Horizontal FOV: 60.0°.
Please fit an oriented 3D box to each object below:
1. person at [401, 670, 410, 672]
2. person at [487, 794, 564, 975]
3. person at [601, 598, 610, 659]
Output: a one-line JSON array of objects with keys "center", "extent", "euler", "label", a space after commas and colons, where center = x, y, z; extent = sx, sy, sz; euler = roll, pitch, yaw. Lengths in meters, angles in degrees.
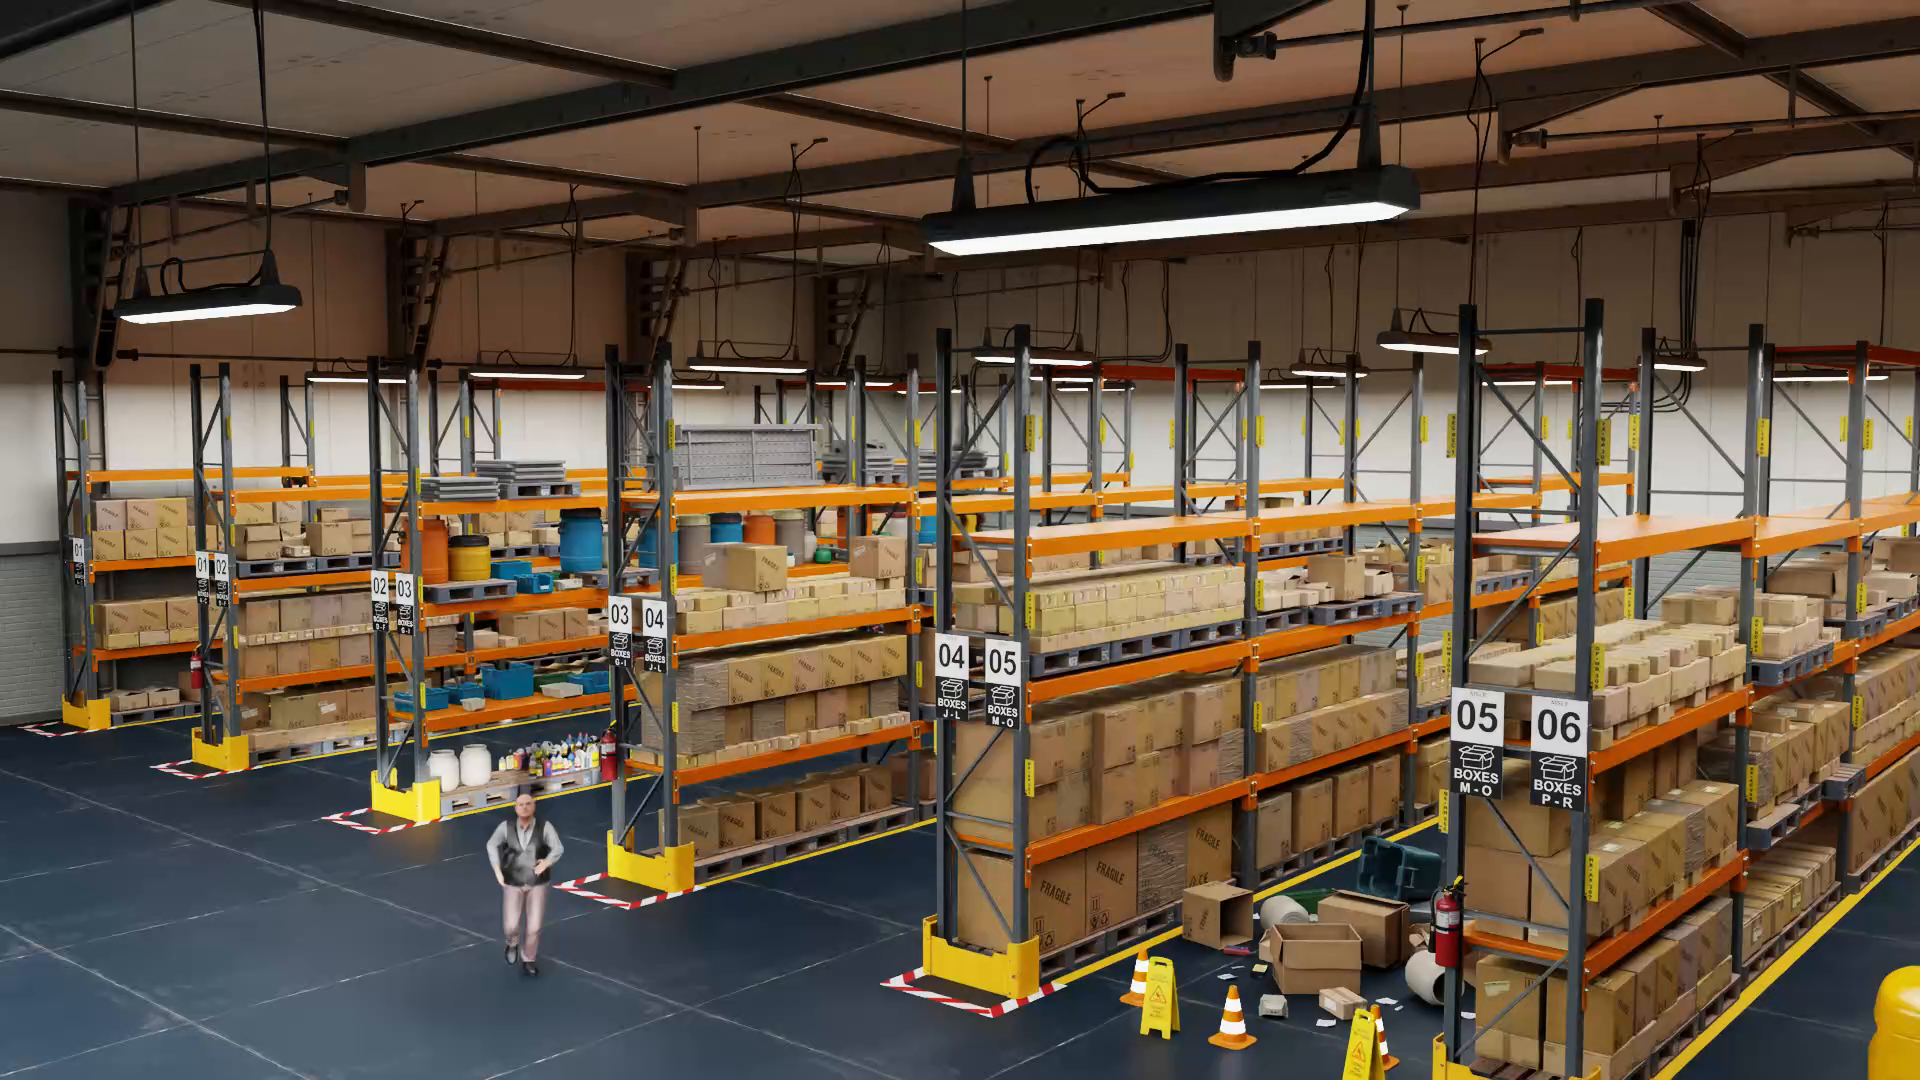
[{"center": [-9.767, 2.216, 29.299], "extent": [0.577, 1.668, 0.937], "euler": [2, 5, 30], "label": "person"}, {"center": [-4.029, 3.206, 15.424], "extent": [0.703, 1.691, 0.542], "euler": [-1, 4, -13], "label": "person"}, {"center": [-6.991, 1.893, 33.547], "extent": [0.648, 1.724, 0.616], "euler": [3, 5, 31], "label": "person"}]
